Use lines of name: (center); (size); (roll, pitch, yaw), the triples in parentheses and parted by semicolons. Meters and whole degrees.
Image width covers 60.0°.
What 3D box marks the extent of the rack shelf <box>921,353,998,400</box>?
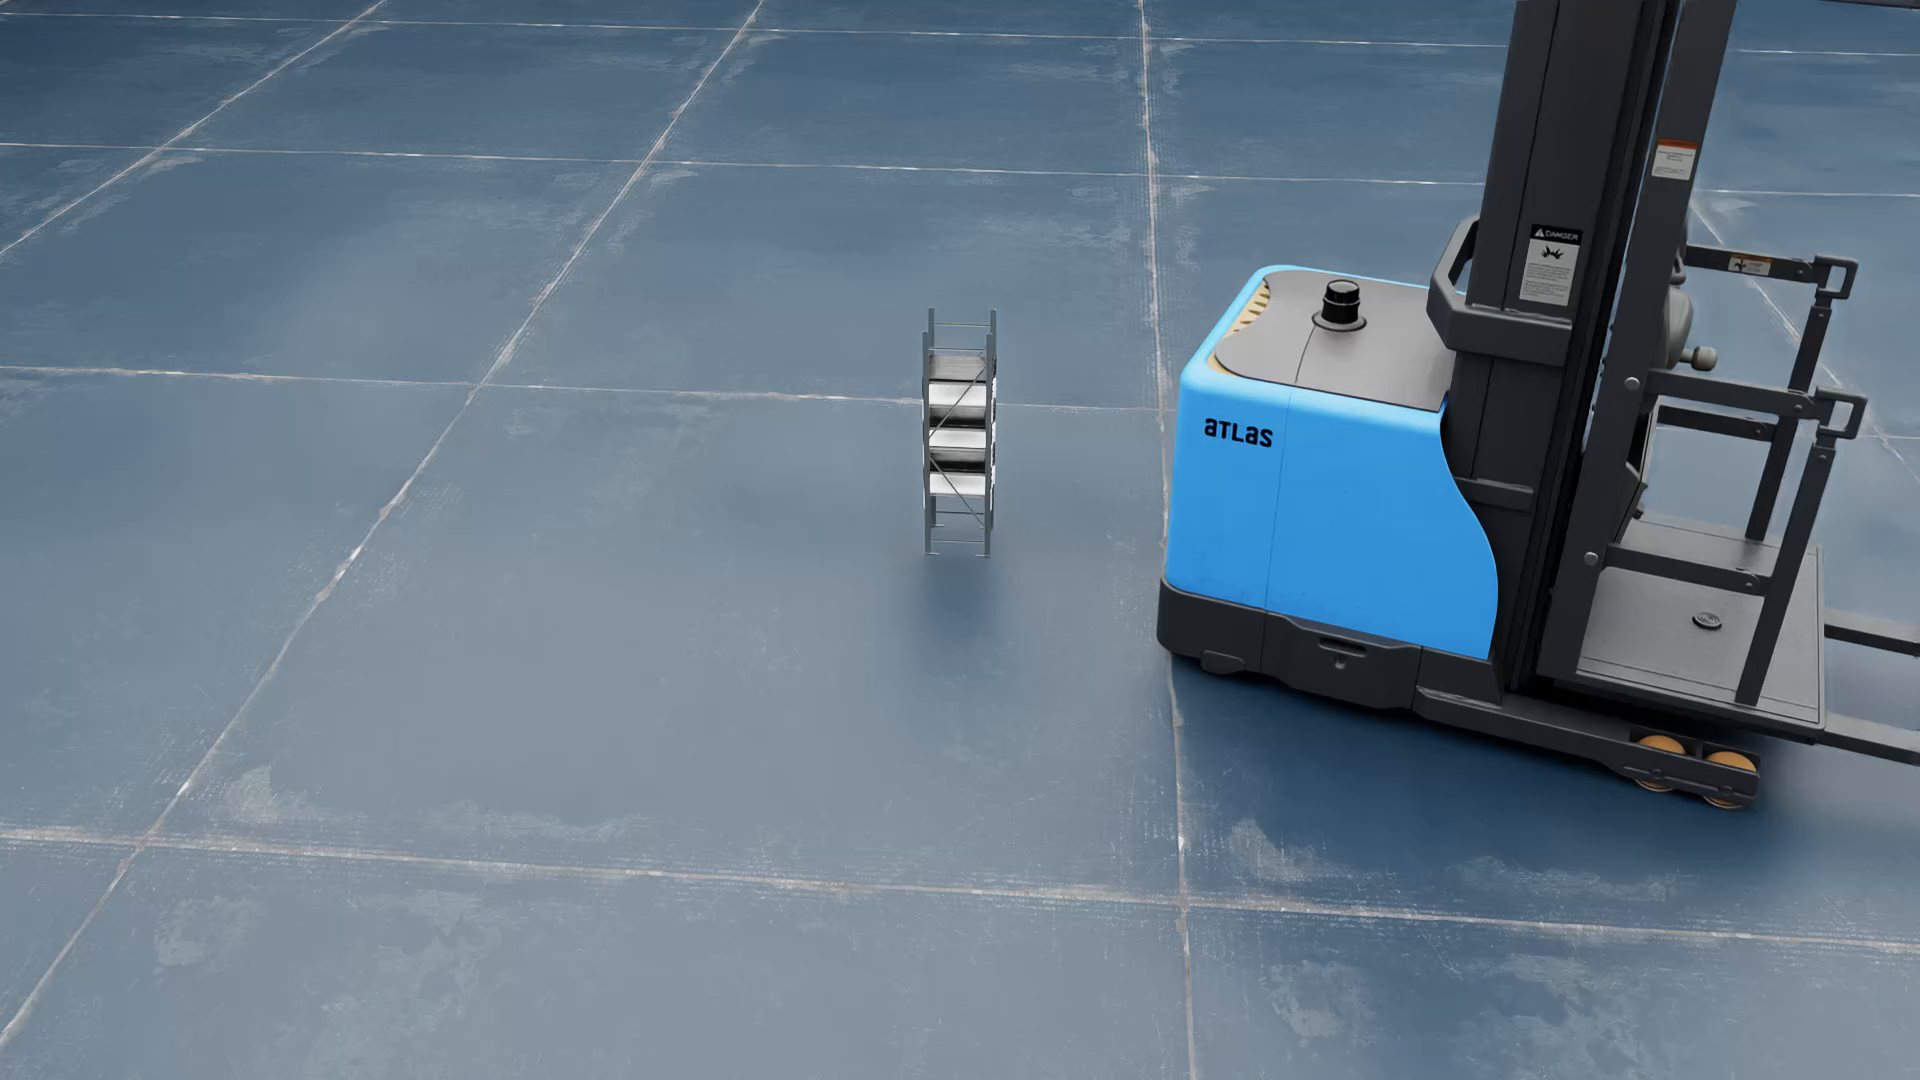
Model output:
rack shelf: (-0.001, -0.580, 5.883); (0.258, 0.077, 0.200); (2, 32, 4)

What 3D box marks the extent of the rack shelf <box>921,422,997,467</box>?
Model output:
rack shelf: (-0.001, -0.350, 6.025); (0.258, 0.077, 0.200); (2, 32, 4)

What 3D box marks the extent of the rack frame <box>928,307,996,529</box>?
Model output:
rack frame: (0.008, -0.432, 6.093); (0.240, 0.900, 0.006); (2, 32, 4)

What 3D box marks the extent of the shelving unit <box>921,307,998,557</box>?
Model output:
shelving unit: (-0.001, -0.379, 6.007); (0.258, 0.900, 0.210); (2, 32, 4)

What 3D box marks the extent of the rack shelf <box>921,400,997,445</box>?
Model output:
rack shelf: (-0.001, -0.427, 5.977); (0.258, 0.077, 0.200); (2, 32, 4)

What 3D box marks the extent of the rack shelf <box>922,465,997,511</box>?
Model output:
rack shelf: (-0.001, -0.197, 6.119); (0.258, 0.077, 0.200); (2, 32, 4)

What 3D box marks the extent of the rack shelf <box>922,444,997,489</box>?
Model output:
rack shelf: (-0.001, -0.274, 6.072); (0.258, 0.077, 0.200); (2, 32, 4)

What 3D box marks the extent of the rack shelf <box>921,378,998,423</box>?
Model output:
rack shelf: (-0.001, -0.504, 5.930); (0.258, 0.077, 0.200); (2, 32, 4)

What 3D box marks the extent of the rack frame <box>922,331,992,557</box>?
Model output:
rack frame: (-0.009, -0.326, 5.921); (0.240, 0.900, 0.006); (2, 32, 4)

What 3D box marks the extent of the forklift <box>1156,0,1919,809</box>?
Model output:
forklift: (2.224, -0.767, 4.700); (3.031, 2.935, 1.130); (13, 34, 20)
